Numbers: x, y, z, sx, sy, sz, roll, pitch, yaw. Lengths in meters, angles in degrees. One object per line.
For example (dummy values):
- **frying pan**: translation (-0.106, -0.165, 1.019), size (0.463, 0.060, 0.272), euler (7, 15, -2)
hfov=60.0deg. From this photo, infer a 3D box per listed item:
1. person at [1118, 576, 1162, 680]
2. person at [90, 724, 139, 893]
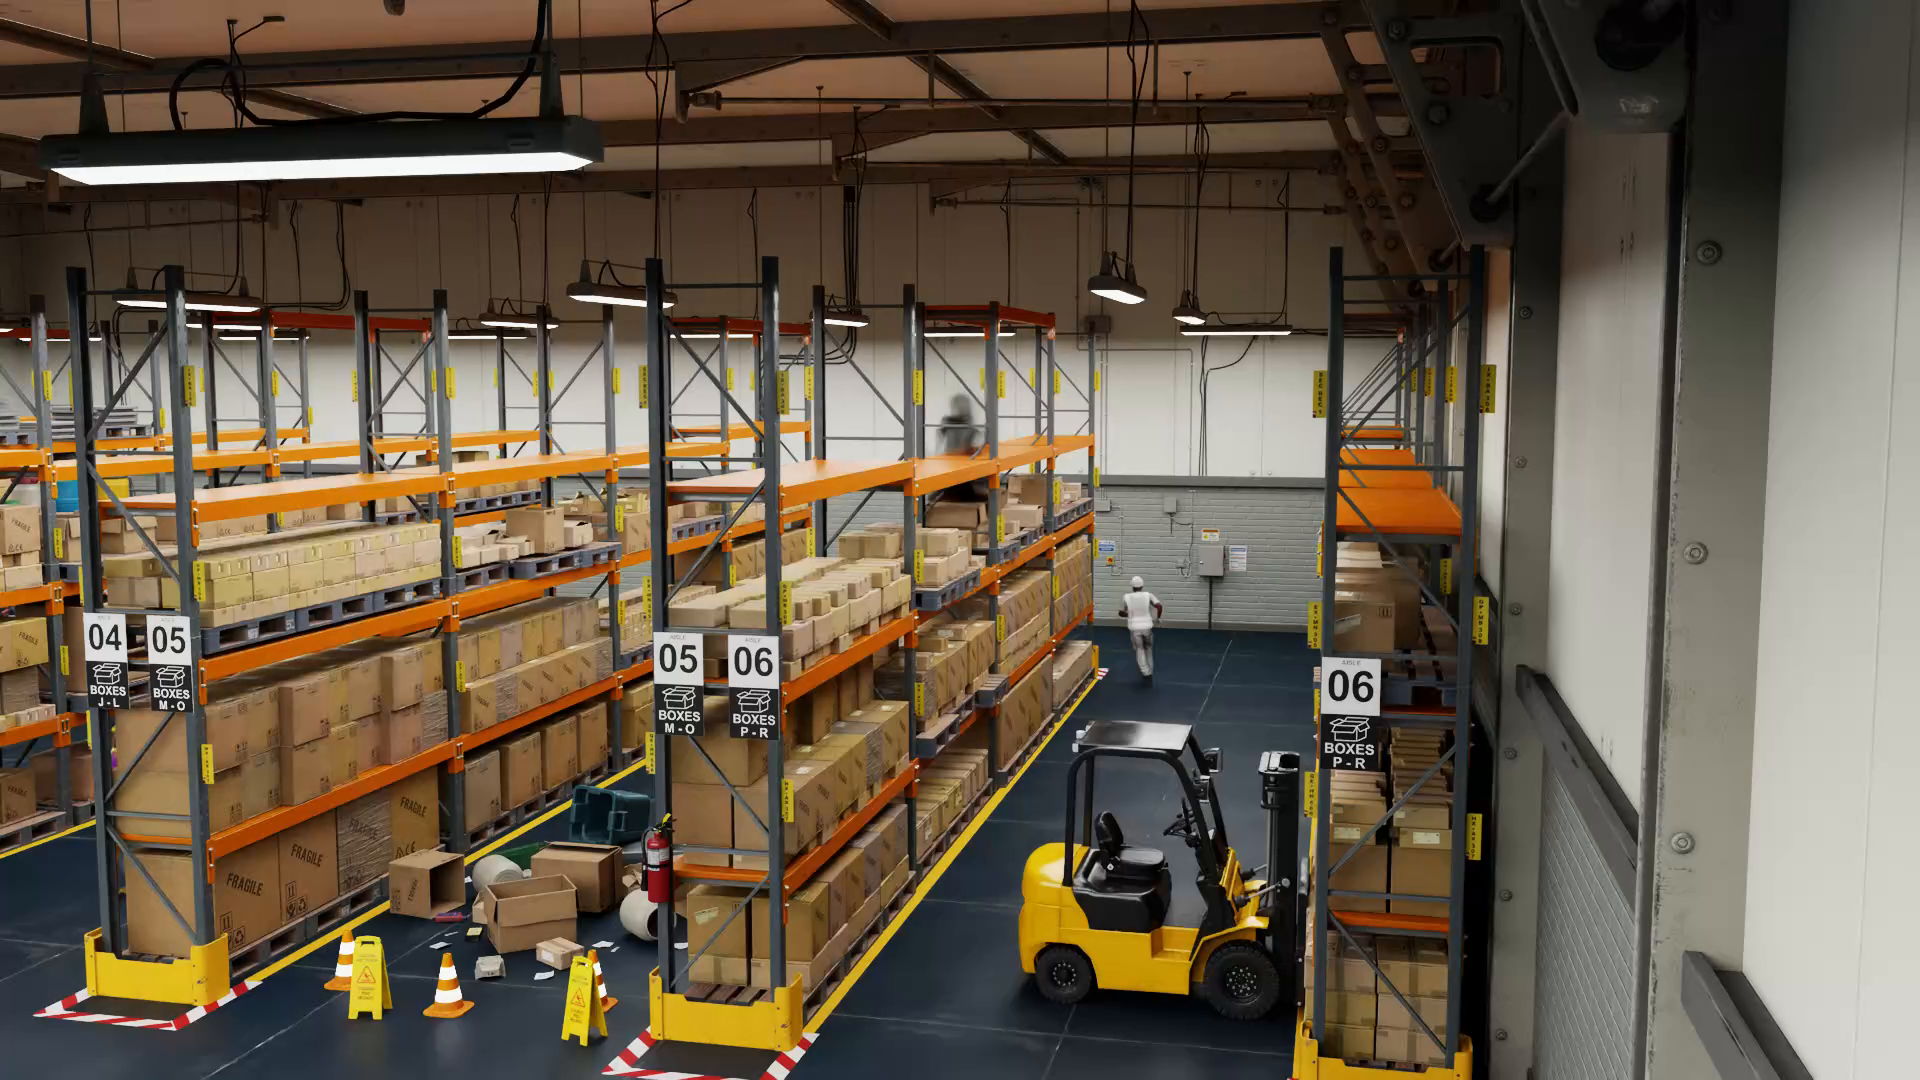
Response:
- **person**: translation (2.990, 1.507, 27.676), size (0.716, 1.815, 0.889), euler (0, 6, -1)
- **person**: translation (-8.232, 2.644, 16.390), size (0.756, 1.730, 0.558), euler (1, 6, 5)
